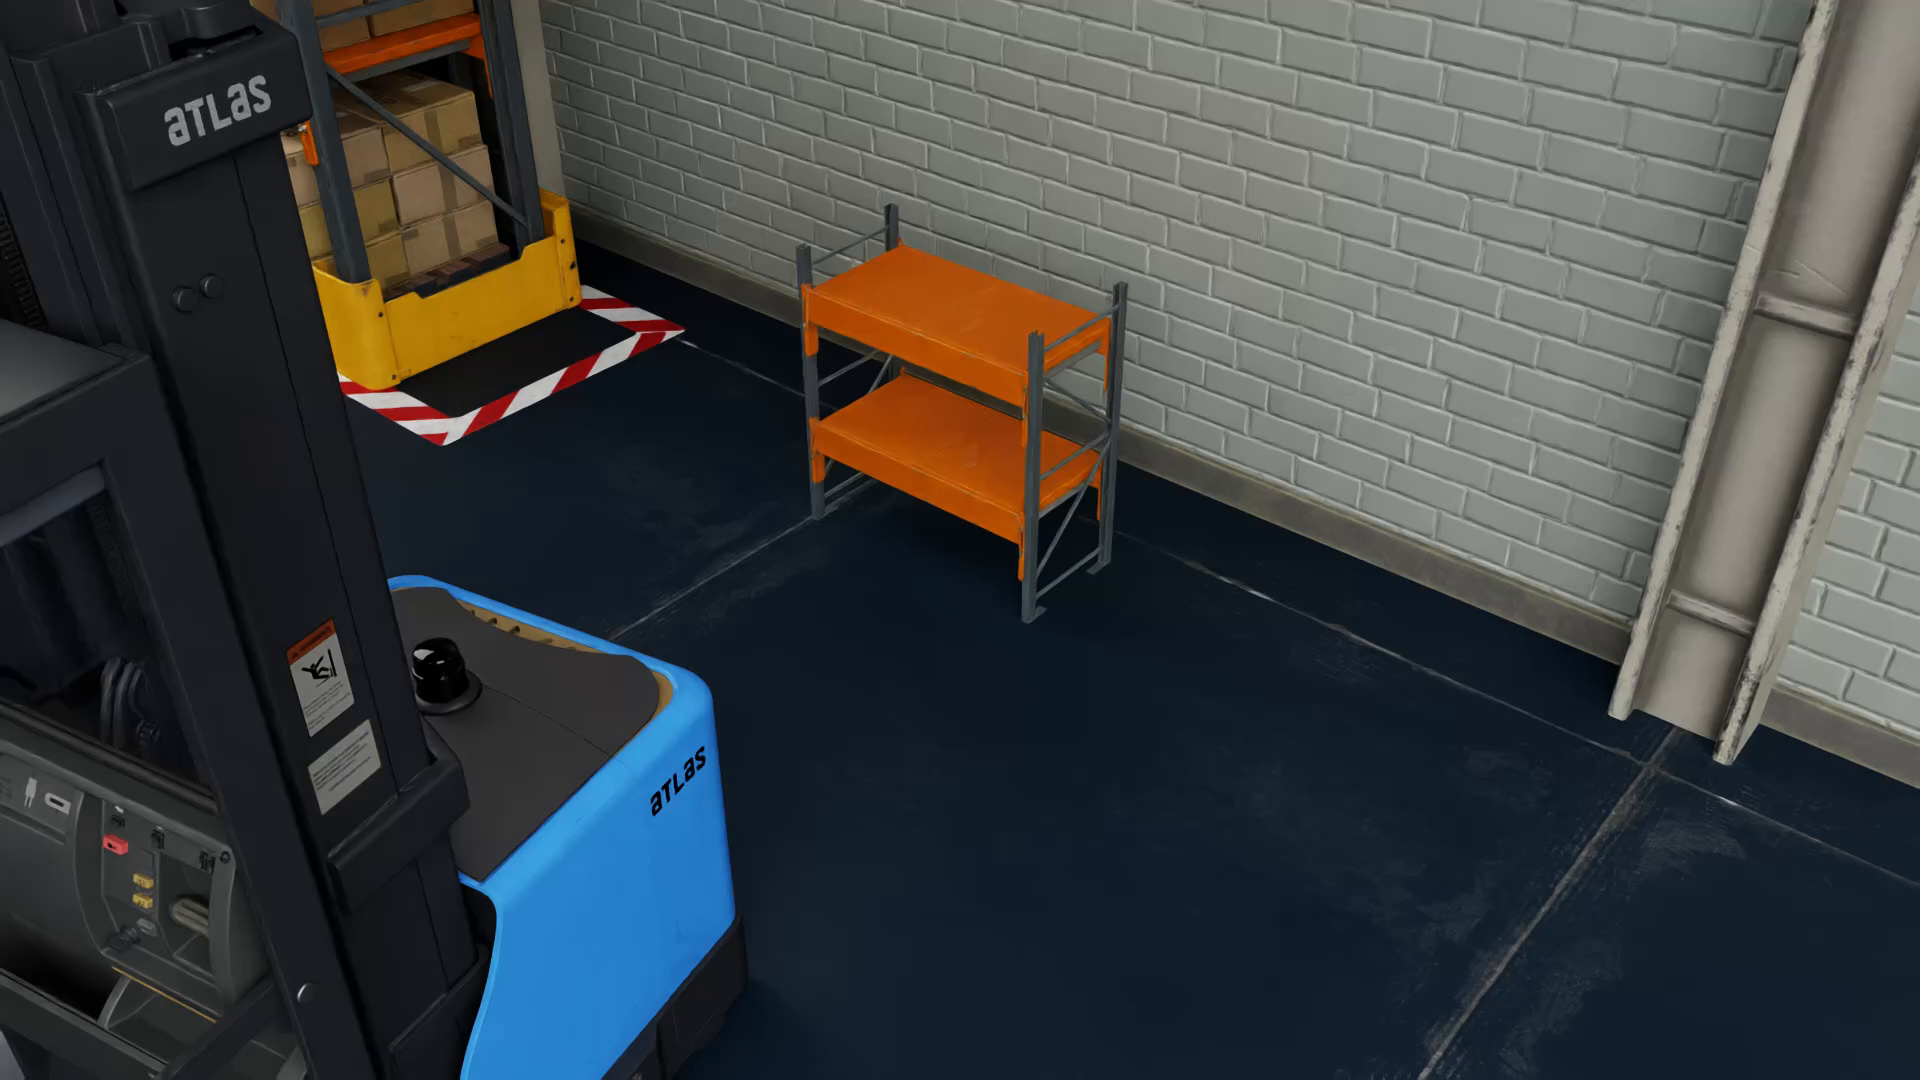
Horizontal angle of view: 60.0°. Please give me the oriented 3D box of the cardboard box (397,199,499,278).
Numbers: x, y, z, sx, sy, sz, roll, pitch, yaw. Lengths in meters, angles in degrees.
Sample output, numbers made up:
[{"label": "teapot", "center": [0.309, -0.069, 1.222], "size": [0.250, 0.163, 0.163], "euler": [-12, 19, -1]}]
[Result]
[{"label": "cardboard box", "center": [-2.546, -1.496, 7.837], "size": [0.500, 0.250, 0.500], "euler": [25, 42, 32]}]

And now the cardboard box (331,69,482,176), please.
[{"label": "cardboard box", "center": [-2.542, -1.902, 7.544], "size": [0.500, 0.250, 0.500], "euler": [25, 41, 31]}]

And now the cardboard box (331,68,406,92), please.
[{"label": "cardboard box", "center": [-2.928, -2.081, 7.806], "size": [0.500, 0.250, 0.500], "euler": [25, 42, 32]}]

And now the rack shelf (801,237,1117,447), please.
[{"label": "rack shelf", "center": [-0.005, -0.707, 5.769], "size": [1.000, 0.278, 0.538], "euler": [25, 42, 32]}]

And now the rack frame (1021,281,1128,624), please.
[{"label": "rack frame", "center": [0.385, -0.282, 5.667], "size": [0.032, 1.125, 0.500], "euler": [25, 42, 32]}]

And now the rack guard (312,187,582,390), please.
[{"label": "rack guard", "center": [-2.275, -1.155, 7.489], "size": [0.348, 0.500, 1.175], "euler": [25, 42, 32]}]

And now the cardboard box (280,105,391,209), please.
[{"label": "cardboard box", "center": [-2.847, -1.677, 7.216], "size": [0.500, 0.250, 0.500], "euler": [27, 43, 33]}]

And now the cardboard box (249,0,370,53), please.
[{"label": "cardboard box", "center": [-2.840, -2.299, 6.859], "size": [0.500, 0.500, 0.500], "euler": [24, 41, 31]}]

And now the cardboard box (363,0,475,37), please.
[{"label": "cardboard box", "center": [-2.496, -2.535, 7.203], "size": [0.500, 0.500, 0.500], "euler": [27, 43, 33]}]

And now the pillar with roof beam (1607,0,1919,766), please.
[{"label": "pillar with roof beam", "center": [-0.395, -1.265, 0.143], "size": [0.400, 9.000, 9.100], "euler": [25, 42, 32]}]

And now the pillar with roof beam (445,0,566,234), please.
[{"label": "pillar with roof beam", "center": [-5.006, -3.438, 3.307], "size": [0.400, 9.000, 9.100], "euler": [25, 42, 32]}]

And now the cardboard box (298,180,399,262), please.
[{"label": "cardboard box", "center": [-2.868, -1.480, 7.371], "size": [0.500, 0.250, 0.500], "euler": [25, 41, 31]}]

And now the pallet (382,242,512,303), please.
[{"label": "pallet", "center": [-2.908, -1.303, 7.961], "size": [1.213, 0.211, 1.003], "euler": [25, 42, 32]}]

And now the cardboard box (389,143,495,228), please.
[{"label": "cardboard box", "center": [-2.522, -1.700, 7.692], "size": [0.500, 0.250, 0.500], "euler": [26, 42, 33]}]

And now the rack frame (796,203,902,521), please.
[{"label": "rack frame", "center": [-0.396, -0.650, 6.203], "size": [0.032, 1.125, 0.500], "euler": [25, 42, 32]}]

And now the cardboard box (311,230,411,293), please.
[{"label": "cardboard box", "center": [-2.857, -1.266, 7.502], "size": [0.500, 0.250, 0.500], "euler": [26, 42, 32]}]

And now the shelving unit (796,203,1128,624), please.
[{"label": "shelving unit", "center": [-0.005, -0.466, 5.935], "size": [1.048, 1.125, 0.538], "euler": [25, 42, 32]}]

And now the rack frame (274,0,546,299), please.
[{"label": "rack frame", "center": [-2.293, -2.194, 6.795], "size": [0.127, 3.000, 1.000], "euler": [25, 42, 32]}]

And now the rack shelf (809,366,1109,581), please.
[{"label": "rack shelf", "center": [-0.005, -0.265, 6.074], "size": [1.000, 0.278, 0.538], "euler": [25, 42, 32]}]

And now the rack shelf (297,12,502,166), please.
[{"label": "rack shelf", "center": [-3.830, -2.621, 8.053], "size": [4.000, 0.370, 1.077], "euler": [25, 42, 32]}]

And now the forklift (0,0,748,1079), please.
[{"label": "forklift", "center": [-1.699, 0.608, 2.776], "size": [1.130, 2.935, 3.031], "euler": [17, 38, 23]}]
